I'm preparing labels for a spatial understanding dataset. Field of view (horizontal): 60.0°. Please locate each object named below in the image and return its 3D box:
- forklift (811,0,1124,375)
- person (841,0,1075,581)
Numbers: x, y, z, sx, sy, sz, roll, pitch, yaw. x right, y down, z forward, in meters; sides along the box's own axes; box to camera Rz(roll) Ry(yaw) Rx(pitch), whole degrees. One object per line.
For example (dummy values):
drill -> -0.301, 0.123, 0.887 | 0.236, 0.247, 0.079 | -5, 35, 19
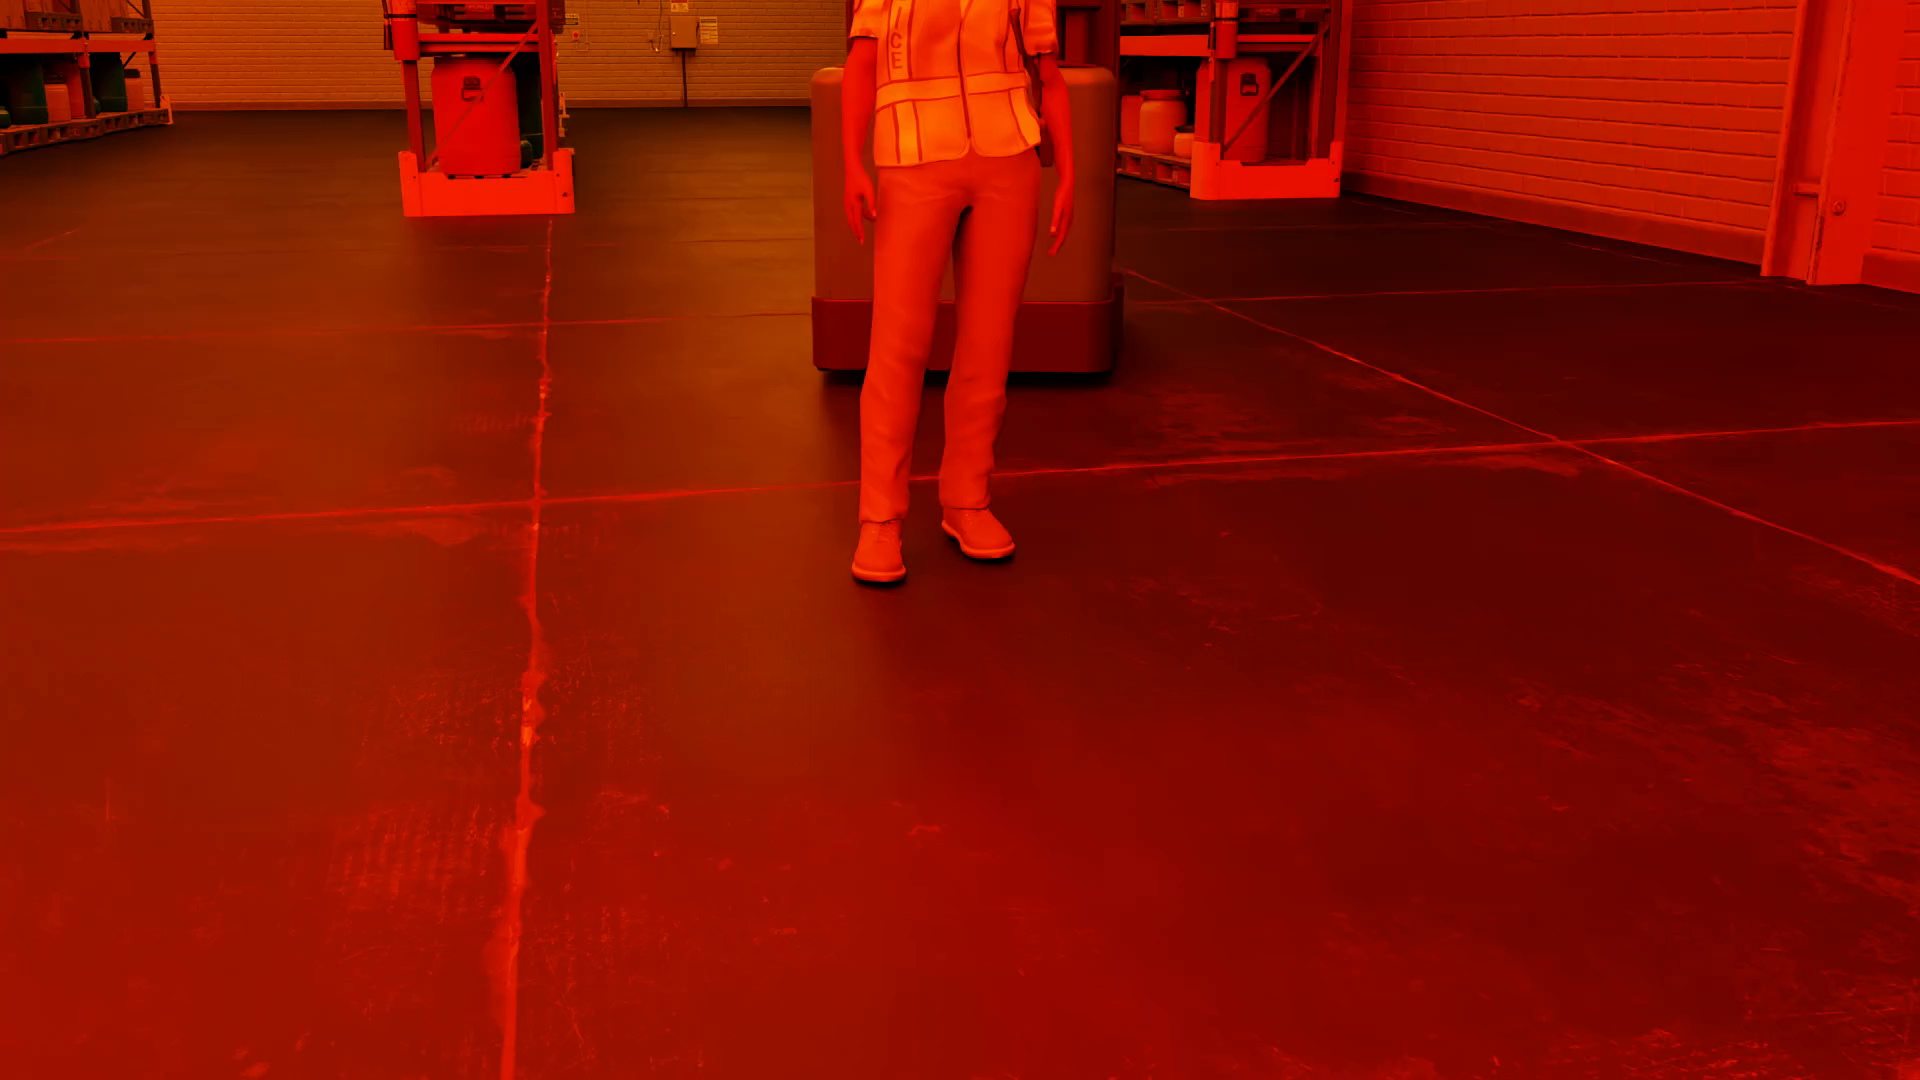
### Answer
forklift -> 0.111, -2.345, 6.767 | 1.130, 2.935, 3.031 | 1, 17, 4
person -> -0.003, -0.796, 3.699 | 0.569, 1.692, 0.530 | -4, 17, -12
